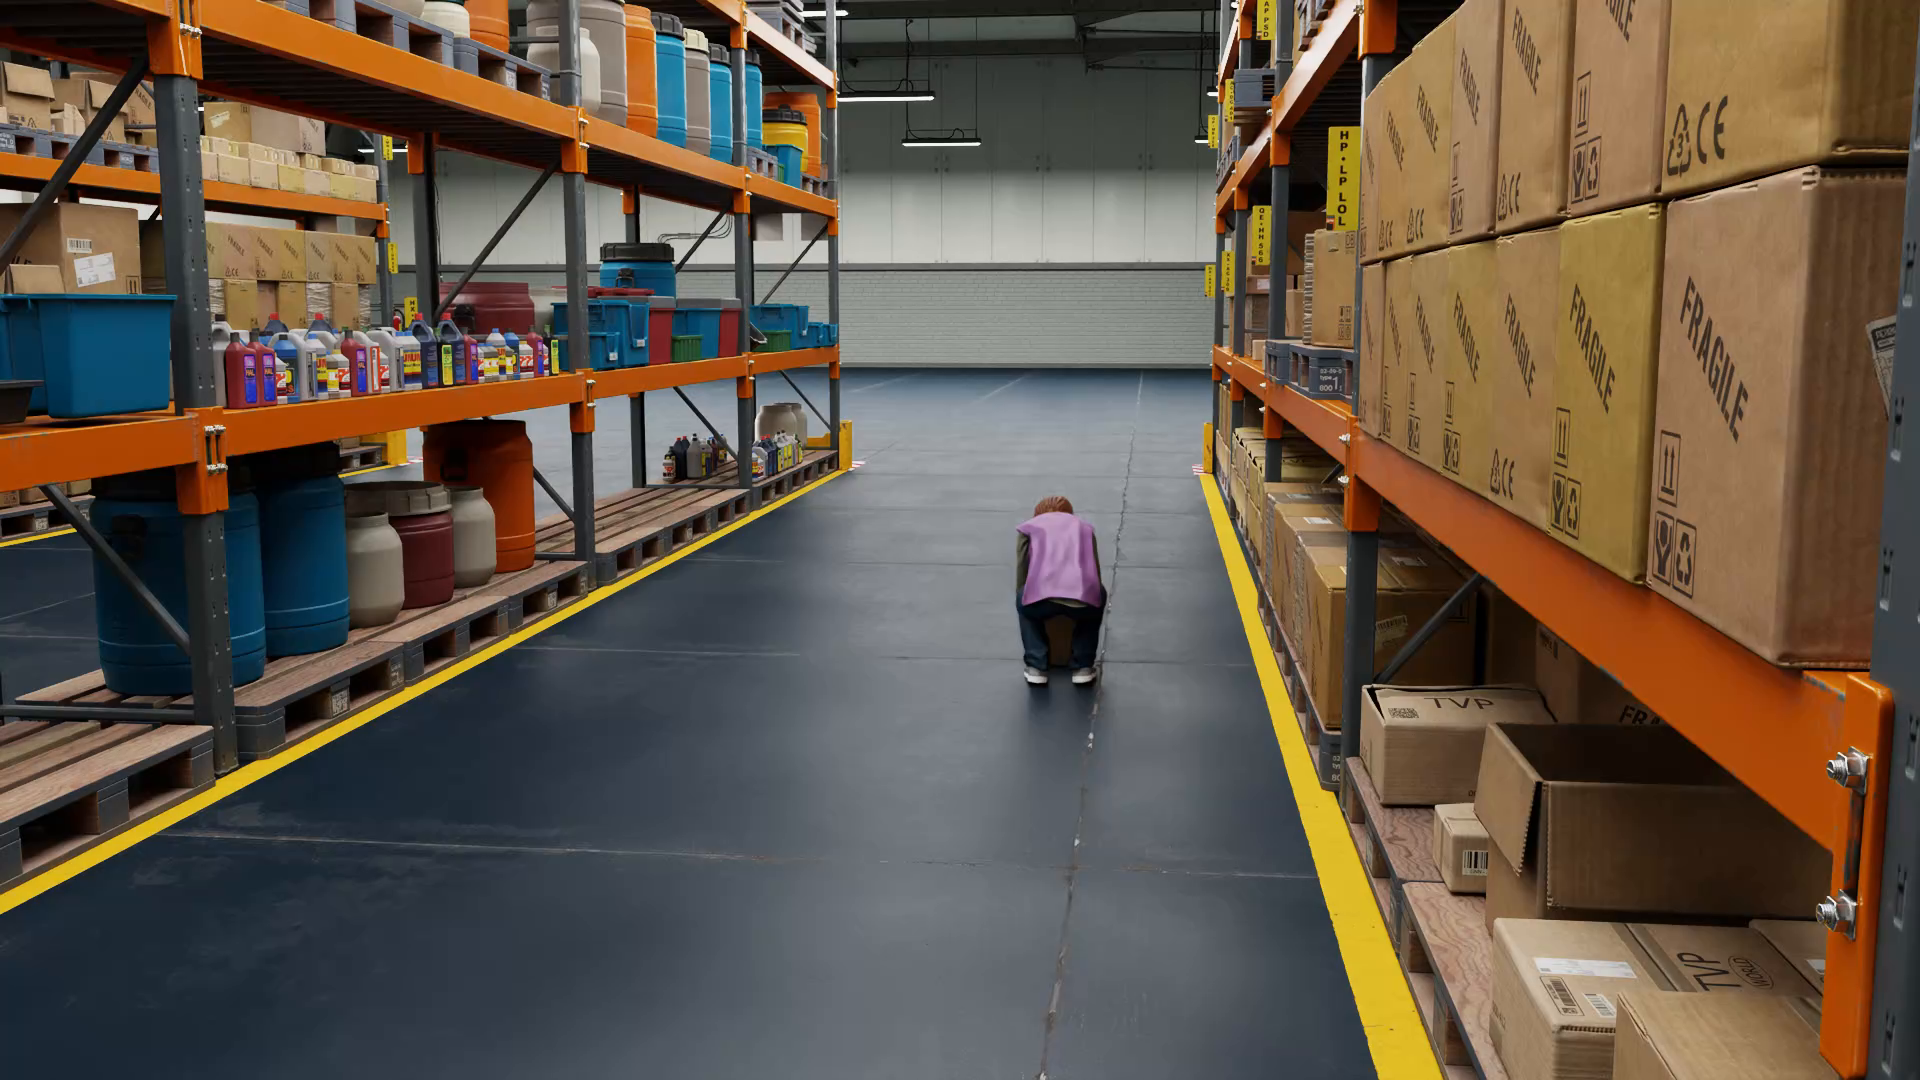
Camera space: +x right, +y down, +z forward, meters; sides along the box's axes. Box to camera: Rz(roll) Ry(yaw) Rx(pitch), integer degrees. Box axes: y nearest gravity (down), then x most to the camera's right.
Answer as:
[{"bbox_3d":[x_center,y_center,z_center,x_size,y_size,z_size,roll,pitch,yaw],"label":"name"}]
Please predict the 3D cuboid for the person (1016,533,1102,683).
[{"bbox_3d":[0.439,0.274,7.544,0.408,0.731,0.665,1,8,6],"label":"person"}]
